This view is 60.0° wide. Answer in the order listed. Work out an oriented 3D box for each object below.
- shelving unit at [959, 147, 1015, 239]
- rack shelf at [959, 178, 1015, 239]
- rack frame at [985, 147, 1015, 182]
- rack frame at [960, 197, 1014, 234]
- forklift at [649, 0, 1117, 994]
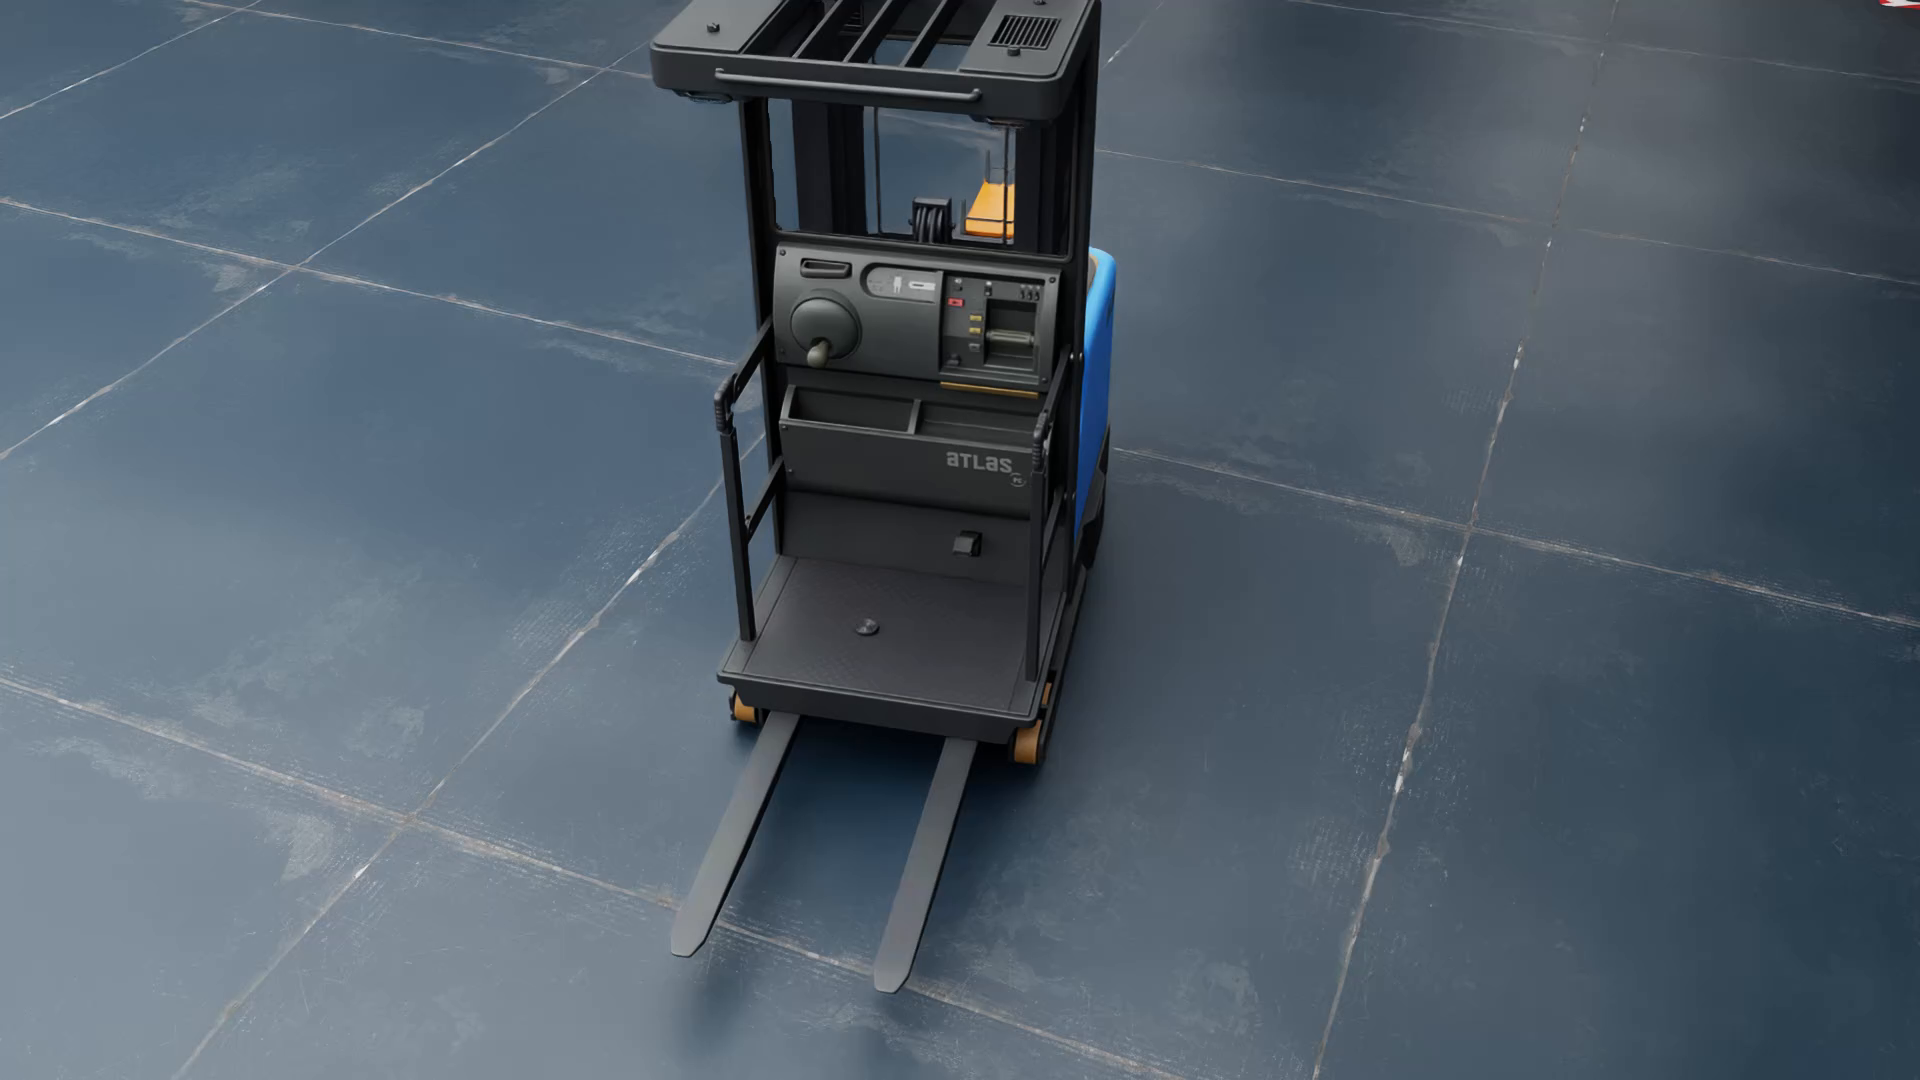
[{"bbox_3d":[0.172,-0.995,7.079,0.258,1.200,0.503,7,37,10],"label":"shelving unit"},{"bbox_3d":[0.172,-1.310,6.844,0.258,0.148,0.480,7,37,10],"label":"rack shelf"},{"bbox_3d":[0.223,-1.138,7.270,0.240,1.200,0.015,7,37,10],"label":"rack frame"},{"bbox_3d":[0.120,-0.852,6.888,0.240,1.200,0.015,7,37,10],"label":"rack frame"},{"bbox_3d":[-0.189,-0.649,5.170,1.130,2.935,3.031,7,37,10],"label":"forklift"}]
